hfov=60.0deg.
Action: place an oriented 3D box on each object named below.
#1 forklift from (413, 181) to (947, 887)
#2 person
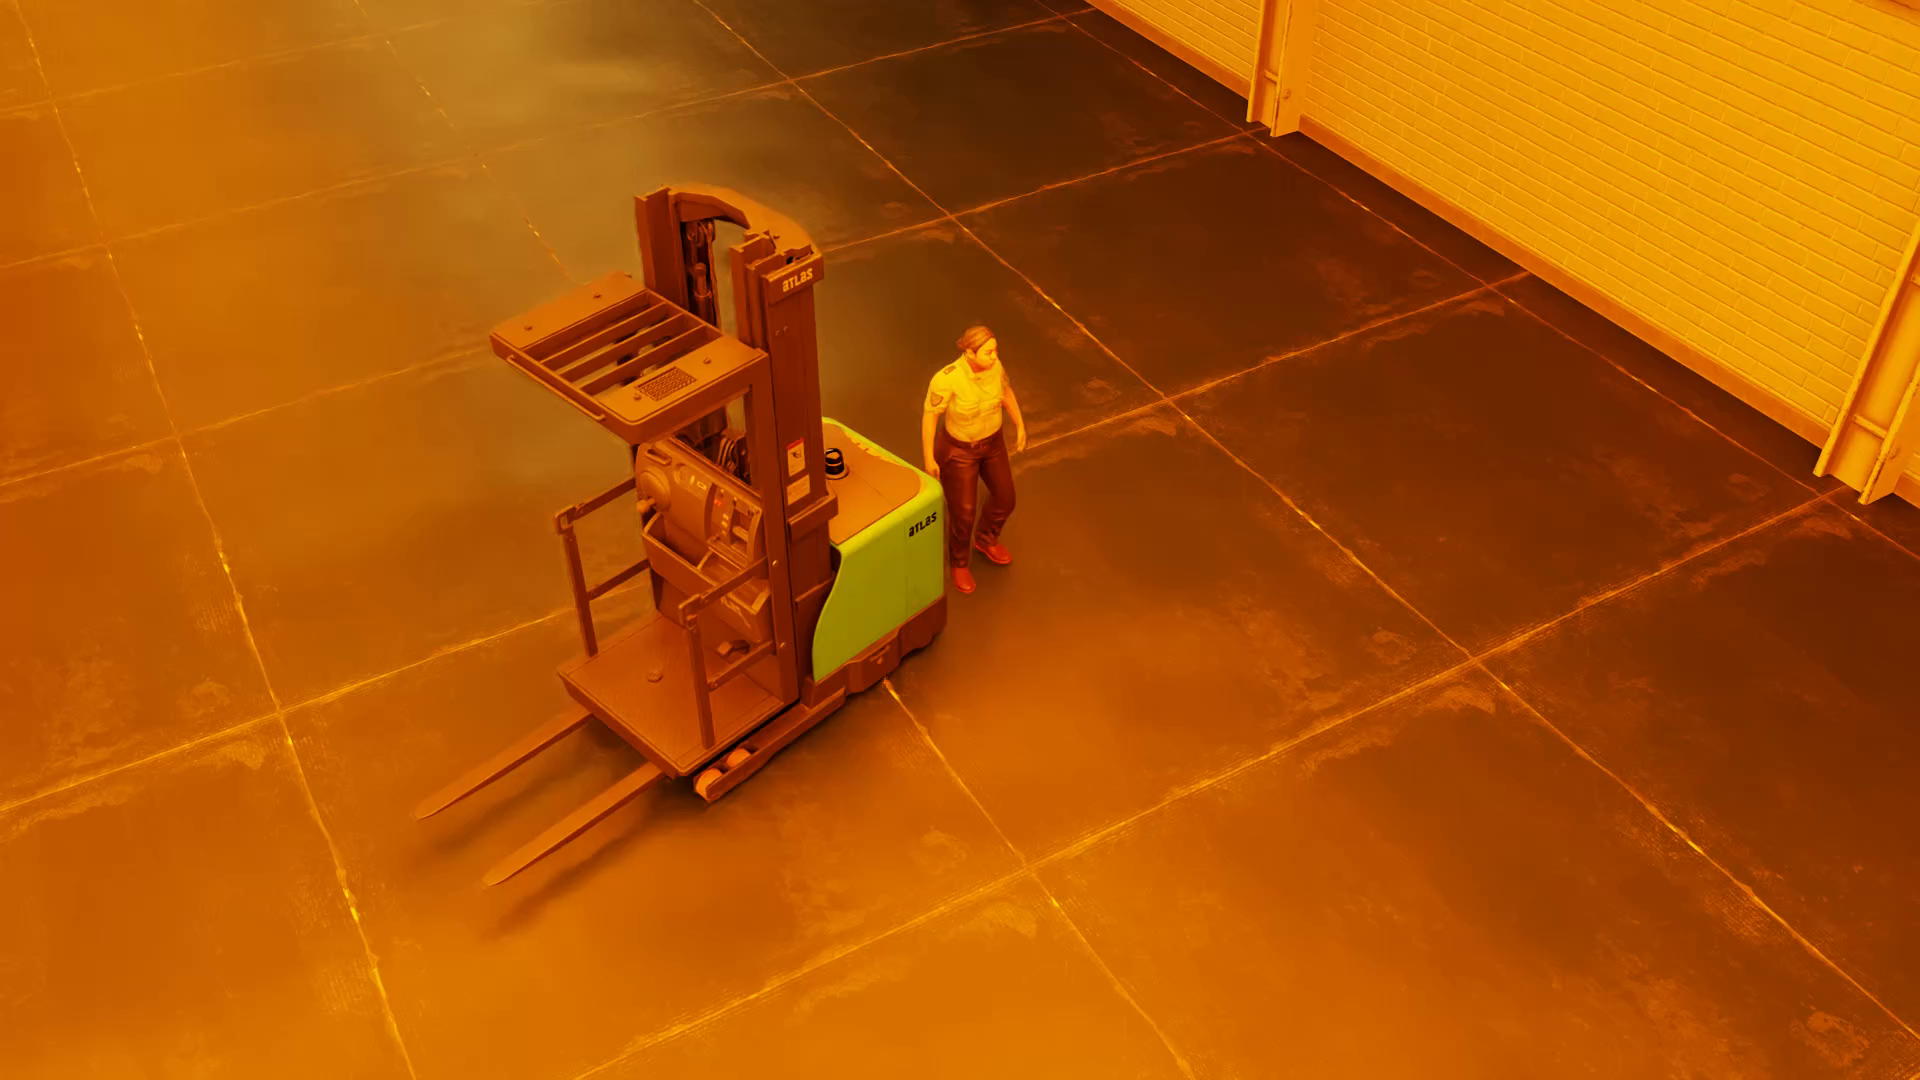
[{"bbox_3d":[-1.457,-0.139,8.204,1.130,2.935,3.031,31,49,32],"label":"forklift"},{"bbox_3d":[0.113,-0.511,9.691,0.680,1.625,0.470,-26,46,-28],"label":"person"}]
